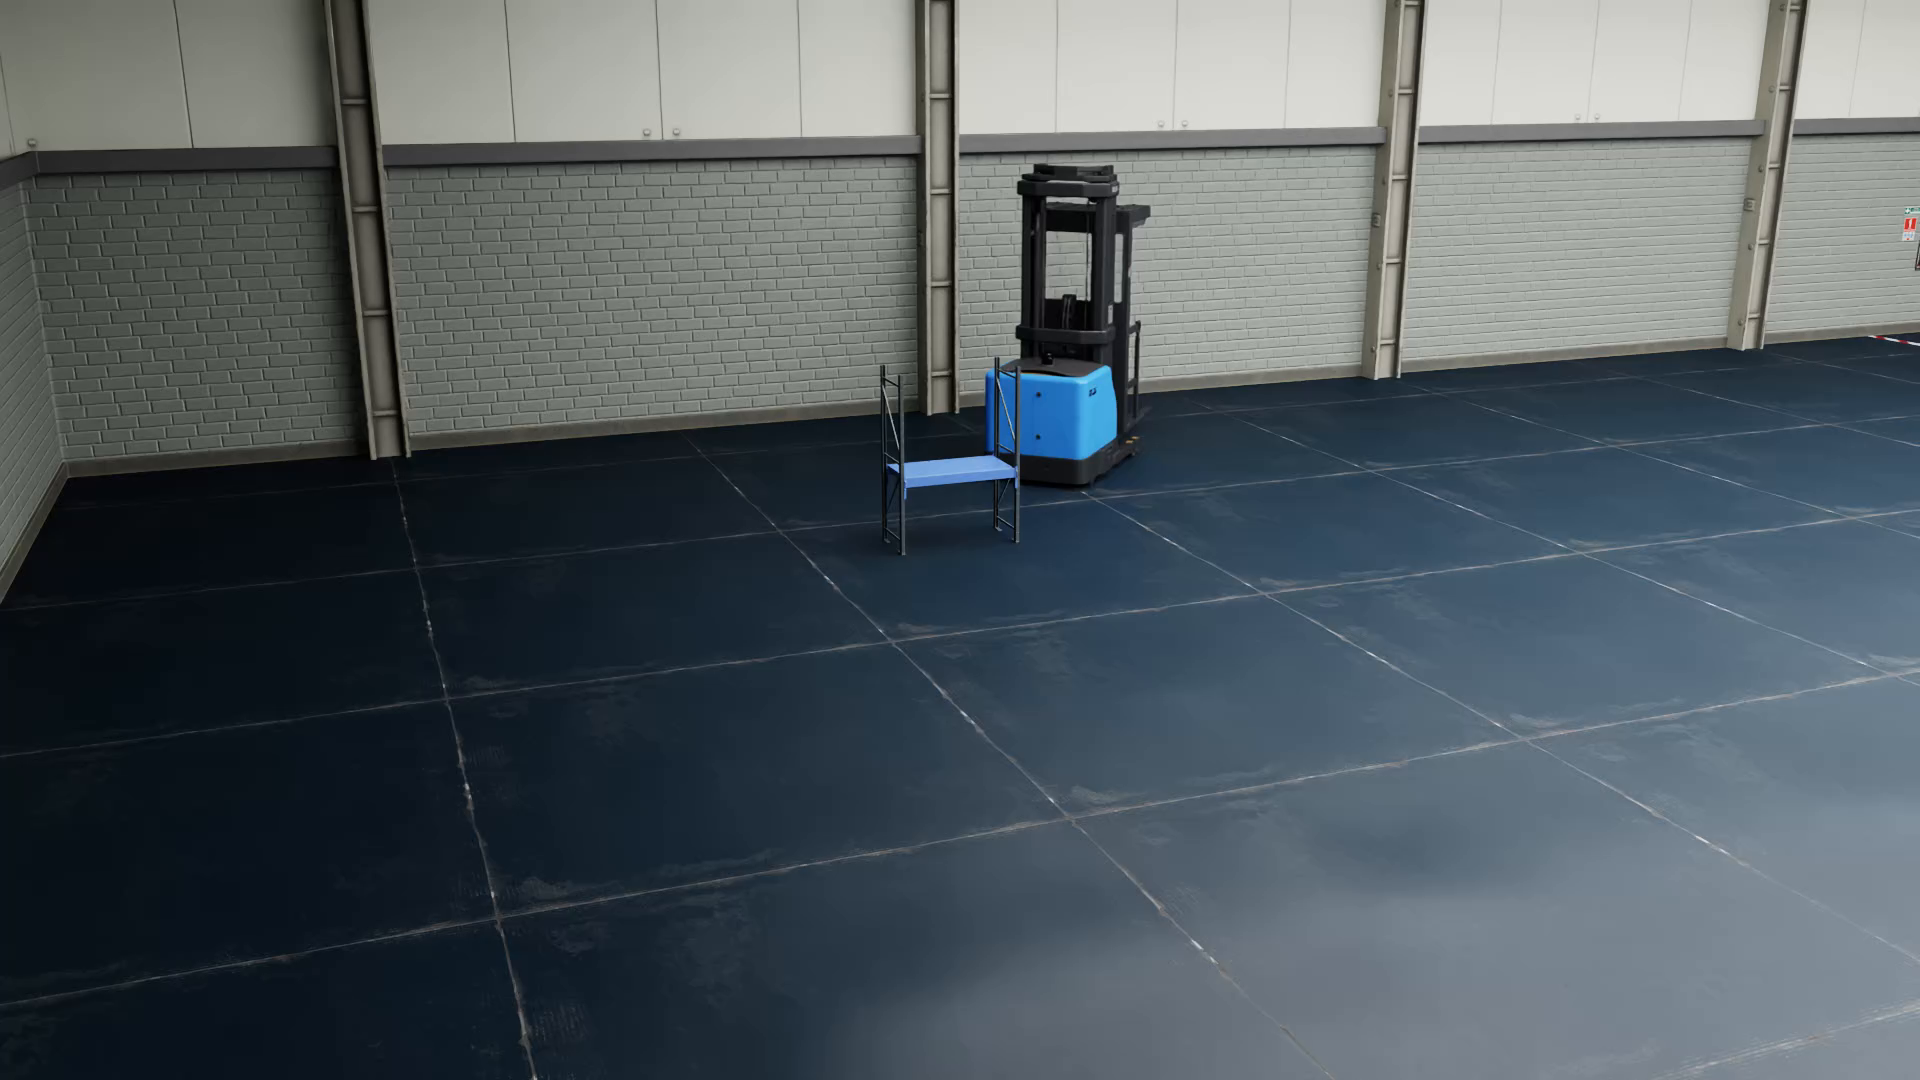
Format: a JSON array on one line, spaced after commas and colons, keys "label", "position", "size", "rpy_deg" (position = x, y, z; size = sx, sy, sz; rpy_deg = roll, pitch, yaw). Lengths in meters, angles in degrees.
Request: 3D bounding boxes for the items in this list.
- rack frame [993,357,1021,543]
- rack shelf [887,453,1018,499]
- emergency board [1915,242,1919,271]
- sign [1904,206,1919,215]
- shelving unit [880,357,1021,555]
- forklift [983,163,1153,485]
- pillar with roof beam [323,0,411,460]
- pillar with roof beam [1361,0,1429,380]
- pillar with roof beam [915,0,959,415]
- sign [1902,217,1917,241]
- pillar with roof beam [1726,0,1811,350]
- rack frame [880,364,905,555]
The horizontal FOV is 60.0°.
[{"label": "rack frame", "position": [0.395, -0.762, 14.032], "size": [0.032, 1.500, 0.500], "rpy_deg": [-6, 17, -20]}, {"label": "rack shelf", "position": [-0.080, -0.538, 13.908], "size": [1.000, 0.185, 0.538], "rpy_deg": [-6, 17, -20]}, {"label": "emergency board", "position": [14.226, -4.496, 24.085], "size": [0.626, 1.169, 0.157], "rpy_deg": [-6, 17, -20]}, {"label": "sign", "position": [13.695, -4.733, 23.888], "size": [0.331, 0.109, 0.001], "rpy_deg": [-6, 17, -20]}, {"label": "shelving unit", "position": [-0.080, -0.711, 13.858], "size": [1.048, 1.500, 0.538], "rpy_deg": [-6, 17, -20]}, {"label": "forklift", "position": [1.243, -2.297, 16.719], "size": [1.130, 2.935, 3.031], "rpy_deg": [6, 18, 21]}, {"label": "pillar with roof beam", "position": [-4.309, -4.057, 11.944], "size": [0.400, 9.000, 9.100], "rpy_deg": [-6, 17, -20]}, {"label": "pillar with roof beam", "position": [6.897, -5.267, 16.063], "size": [0.400, 9.000, 9.100], "rpy_deg": [-6, 17, -20]}, {"label": "pillar with roof beam", "position": [1.294, -4.662, 14.003], "size": [0.400, 9.000, 9.100], "rpy_deg": [-6, 17, -20]}, {"label": "sign", "position": [13.687, -4.481, 23.969], "size": [0.234, 0.329, 0.001], "rpy_deg": [-6, 17, -20]}, {"label": "pillar with roof beam", "position": [12.500, -5.872, 18.123], "size": [0.400, 9.000, 9.100], "rpy_deg": [-6, 17, -20]}, {"label": "rack frame", "position": [-0.554, -0.660, 13.683], "size": [0.032, 1.500, 0.500], "rpy_deg": [-6, 17, -20]}]
